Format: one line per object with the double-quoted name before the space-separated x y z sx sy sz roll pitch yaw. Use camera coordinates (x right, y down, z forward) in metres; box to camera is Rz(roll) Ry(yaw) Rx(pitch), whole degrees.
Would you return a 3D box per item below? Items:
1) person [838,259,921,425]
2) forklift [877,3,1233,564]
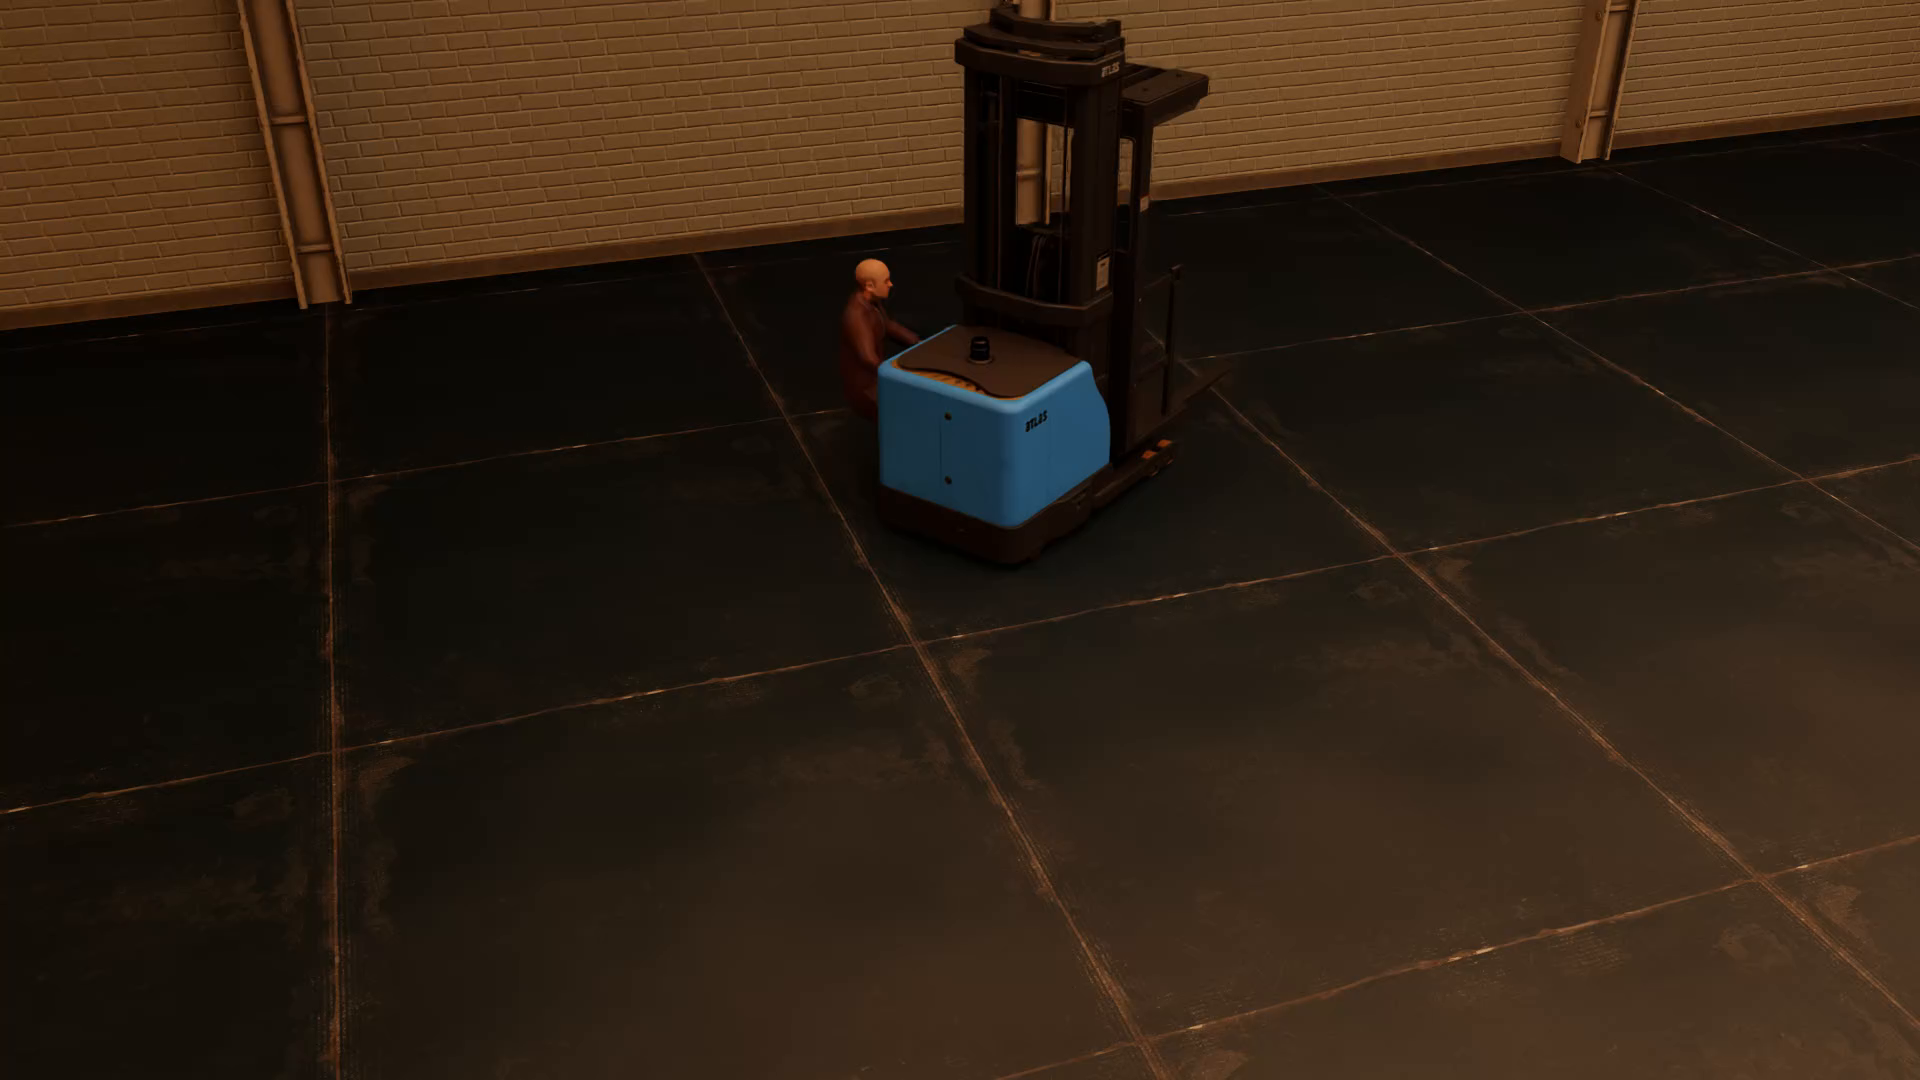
"person" -0.291 -0.980 10.264 0.908 1.565 0.862 -1 30 -2
"forklift" 0.771 -1.810 10.233 1.130 2.935 3.031 20 35 31
